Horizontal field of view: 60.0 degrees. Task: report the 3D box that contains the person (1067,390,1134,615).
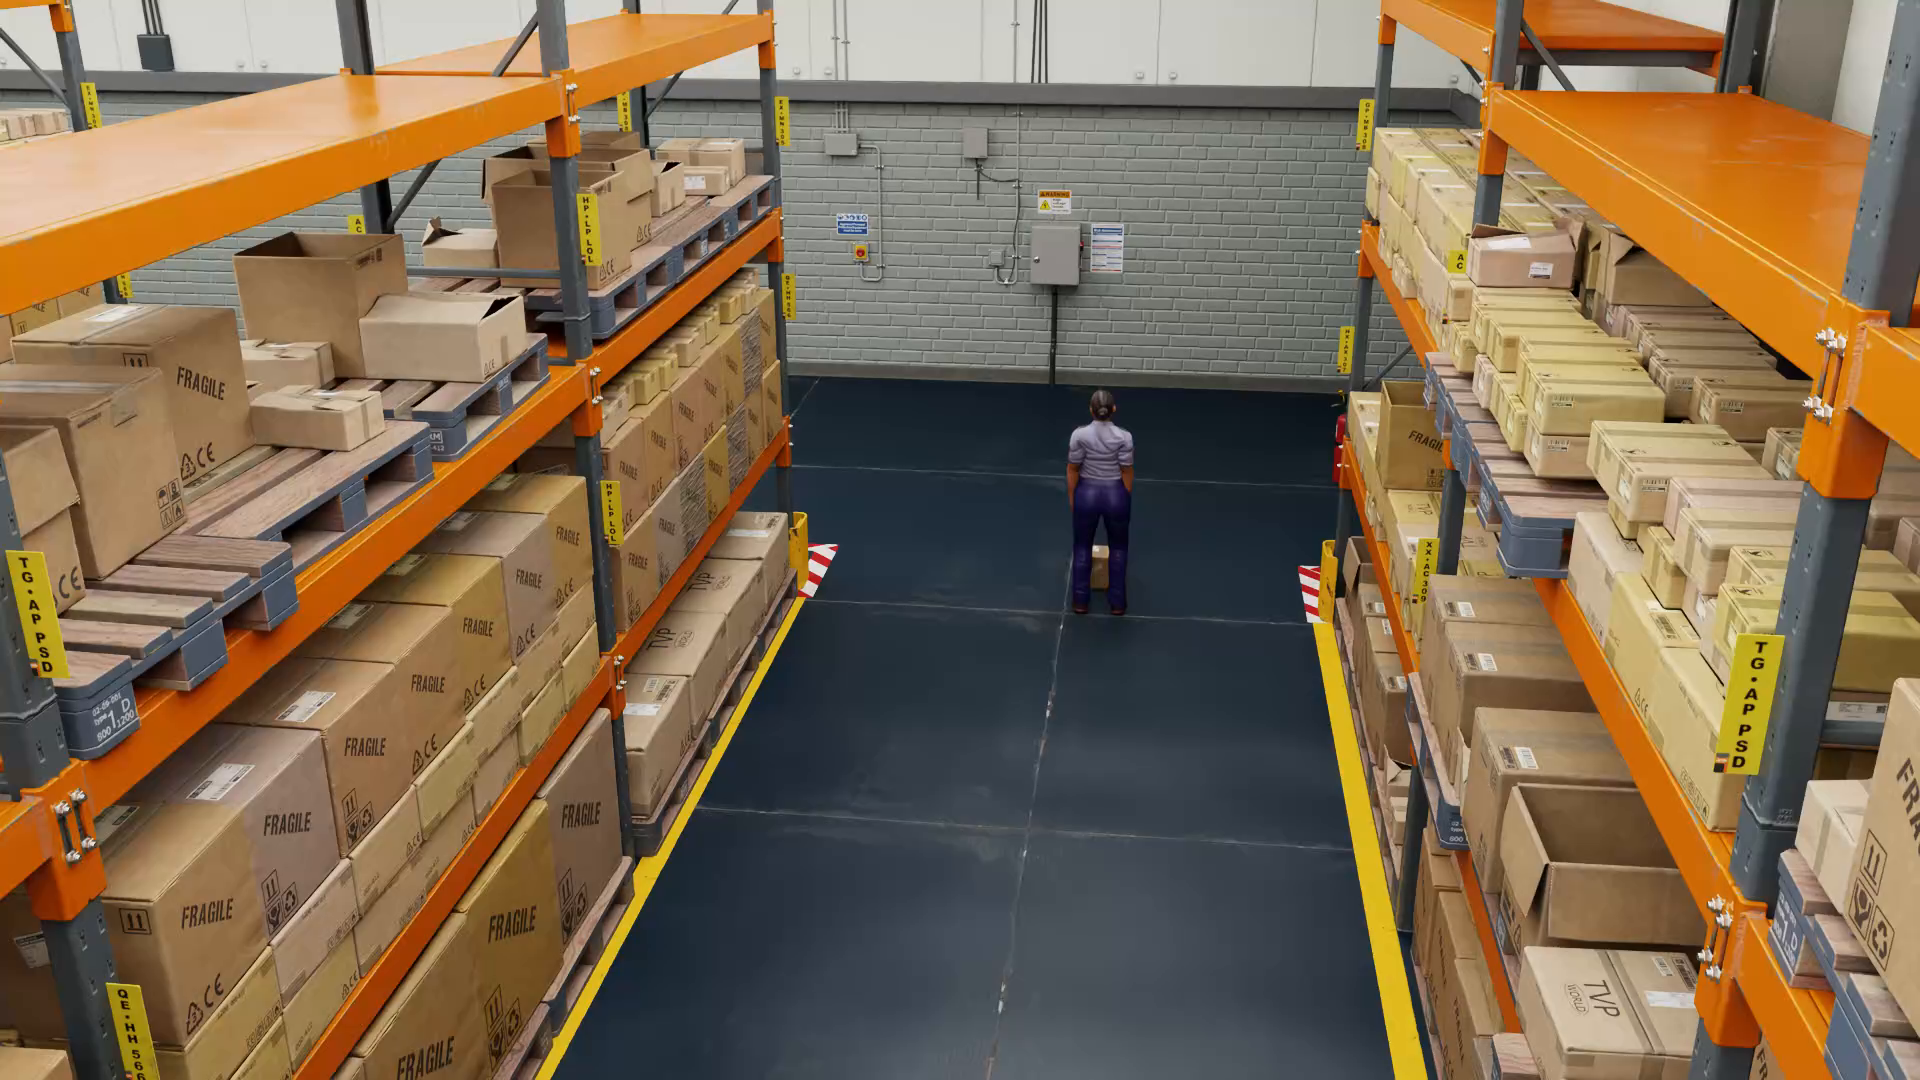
[{"bbox_3d":[0.990,-0.269,11.810,0.470,1.641,0.342,3,21,7],"label":"person"}]
